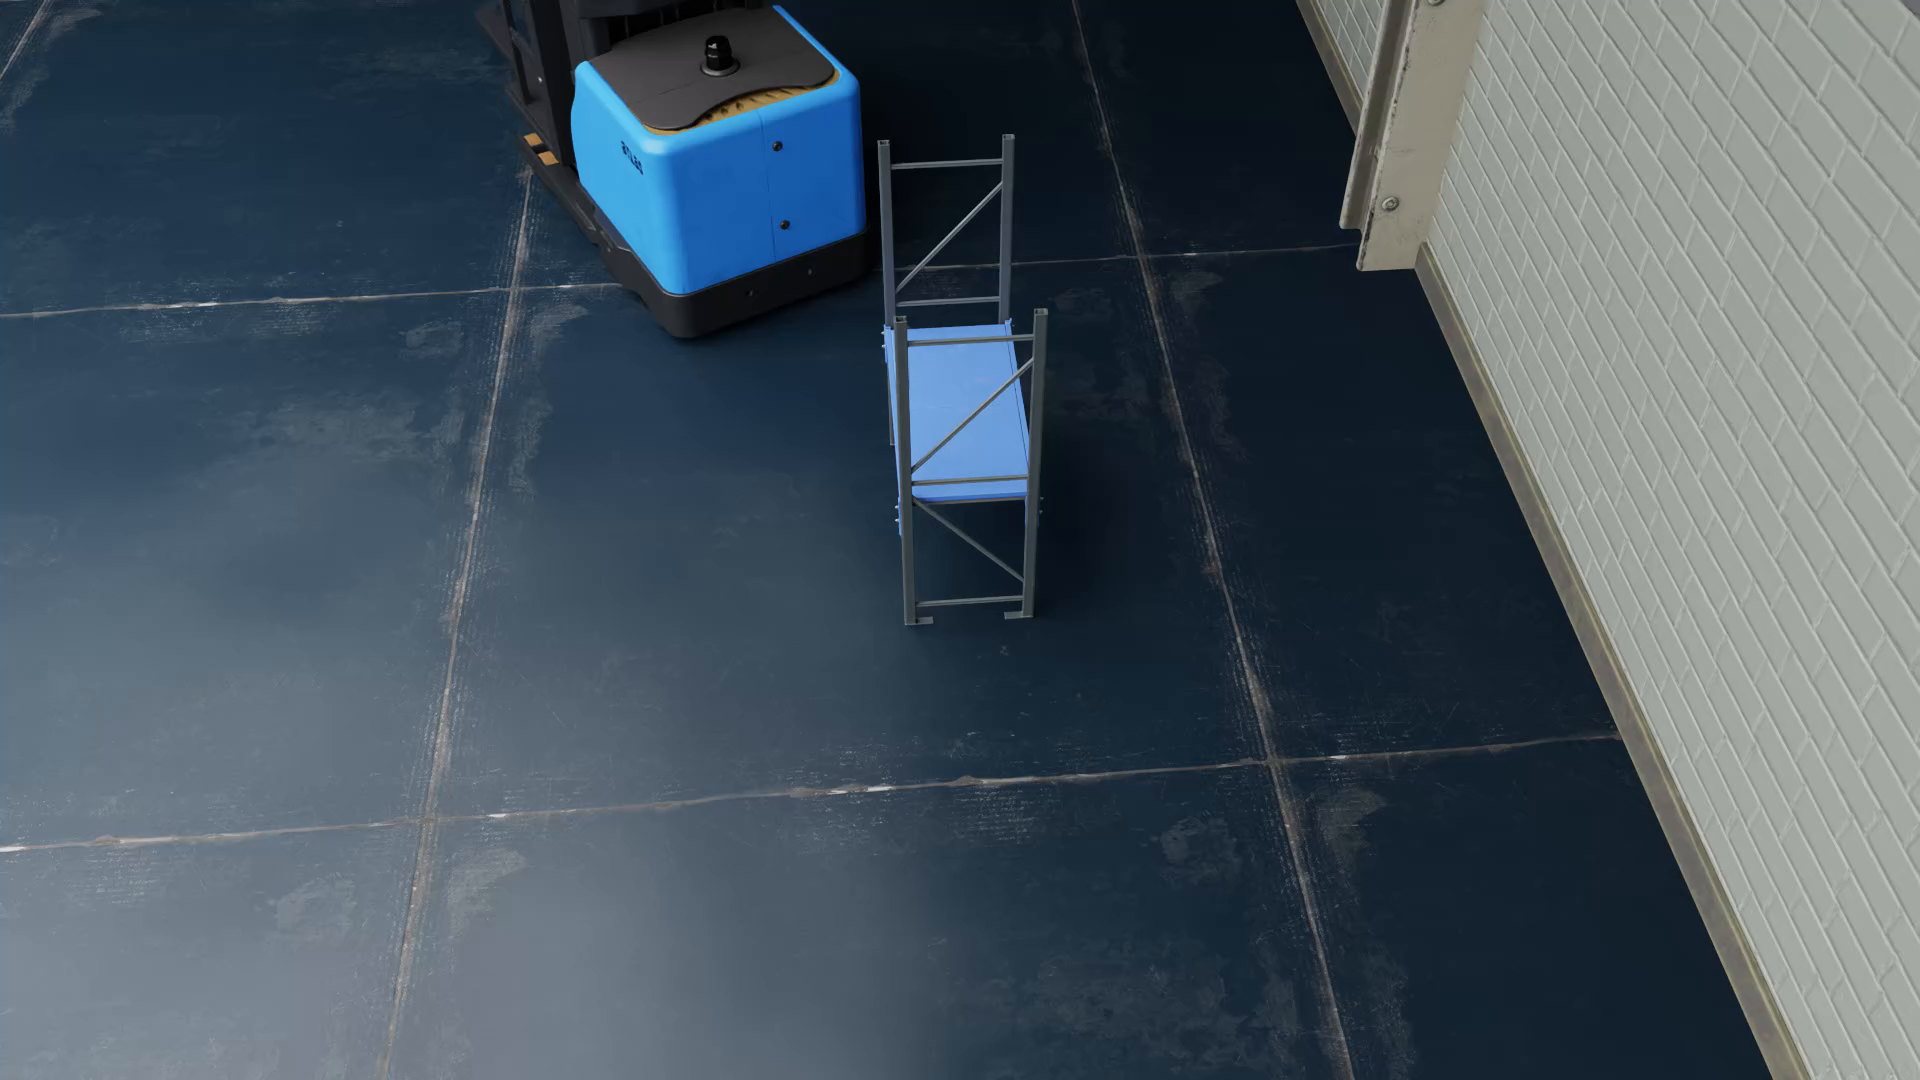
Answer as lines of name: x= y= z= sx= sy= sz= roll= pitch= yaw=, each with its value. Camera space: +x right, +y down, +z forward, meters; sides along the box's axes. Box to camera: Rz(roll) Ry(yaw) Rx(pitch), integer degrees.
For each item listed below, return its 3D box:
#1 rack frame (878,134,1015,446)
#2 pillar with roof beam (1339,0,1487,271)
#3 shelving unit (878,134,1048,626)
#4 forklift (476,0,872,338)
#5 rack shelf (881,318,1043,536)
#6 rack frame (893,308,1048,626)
rack frame: x=-0.050 y=-0.945 z=6.612 sx=0.500 sy=1.500 sz=0.032 roll=-3 pitch=47 yaw=-3
pillar with roof beam: x=-2.242 y=-4.275 z=4.601 sx=9.100 sy=9.000 sz=0.400 roll=-3 pitch=47 yaw=-3
shelving unit: x=-0.007 y=-0.577 z=6.264 sx=0.538 sy=1.500 sz=1.048 roll=-3 pitch=47 yaw=-3
forklift: x=-1.613 y=-2.977 z=7.551 sx=1.130 sy=2.935 sz=3.031 roll=-24 pitch=51 yaw=-21
rack shelf: x=-0.007 y=-0.454 z=6.395 sx=0.538 sy=0.185 sz=1.000 roll=-3 pitch=47 yaw=-3
rack frame: x=0.035 y=-0.210 z=5.916 sx=0.500 sy=1.500 sz=0.032 roll=-3 pitch=47 yaw=-3
